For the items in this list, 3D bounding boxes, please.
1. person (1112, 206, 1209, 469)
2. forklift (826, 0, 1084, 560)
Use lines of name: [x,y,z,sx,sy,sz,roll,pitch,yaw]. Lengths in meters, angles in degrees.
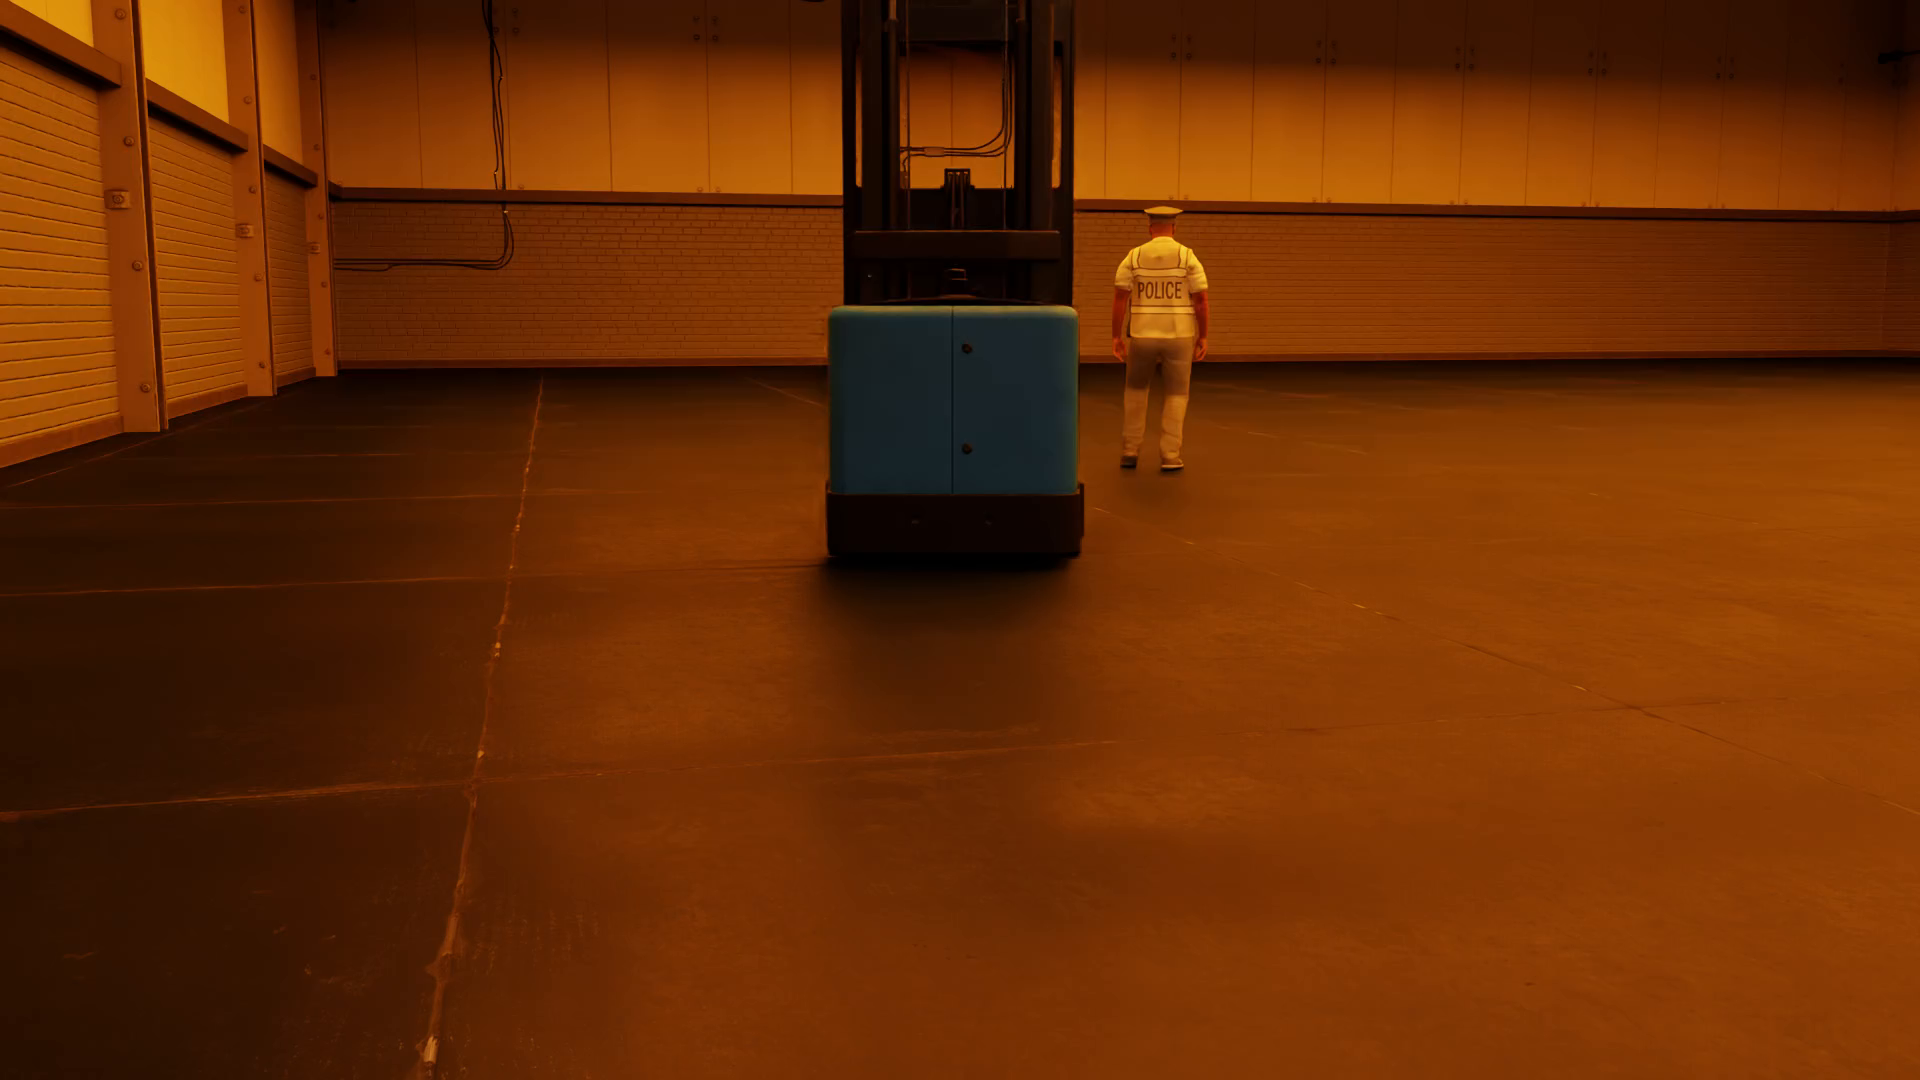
person: [1.345,-1.313,11.102,0.633,1.813,0.534,2,8,15]
forklift: [-0.004,-1.537,8.115,1.130,2.935,3.031,0,8,1]
